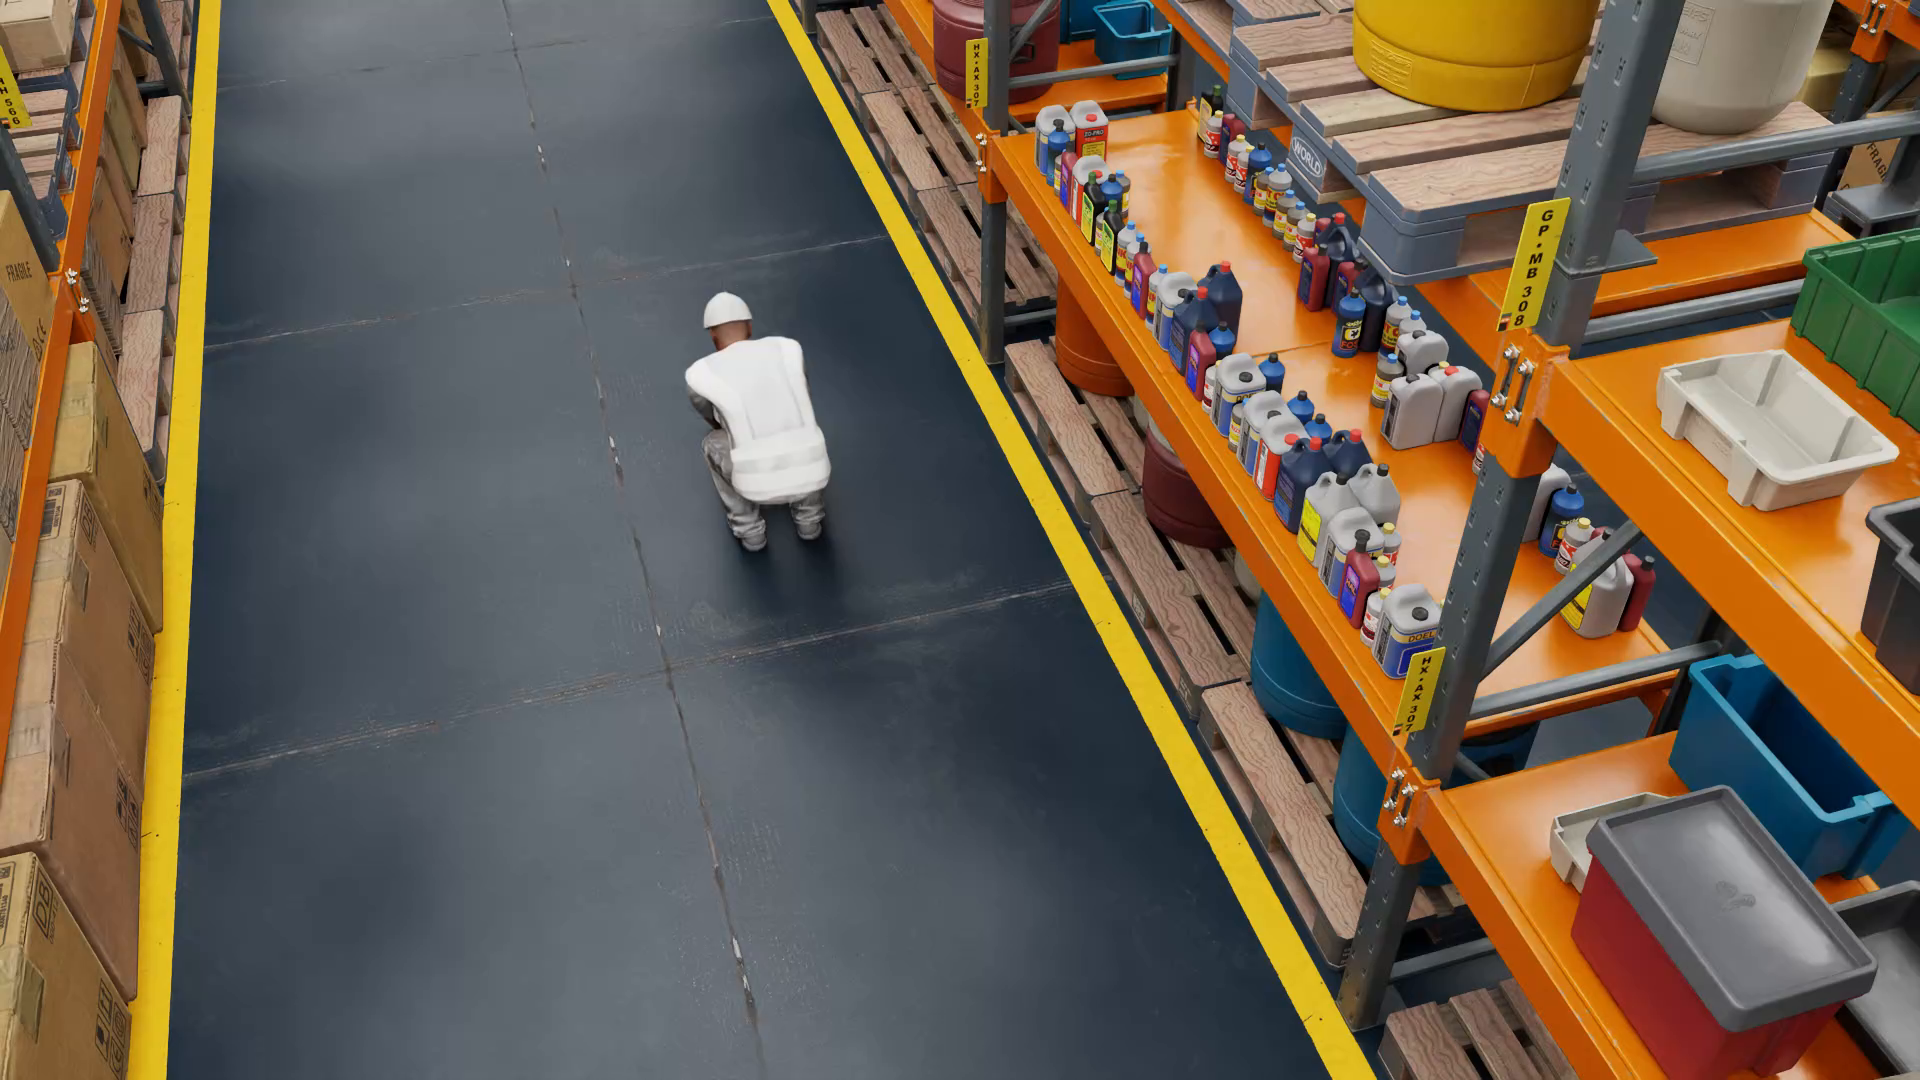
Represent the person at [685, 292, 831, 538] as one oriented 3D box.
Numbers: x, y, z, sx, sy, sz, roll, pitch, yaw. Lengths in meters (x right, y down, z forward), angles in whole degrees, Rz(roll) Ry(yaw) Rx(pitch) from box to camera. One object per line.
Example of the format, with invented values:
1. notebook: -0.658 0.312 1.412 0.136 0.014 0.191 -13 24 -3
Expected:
1. person: -0.893 -0.530 7.302 0.565 0.968 0.903 -12 43 -14
